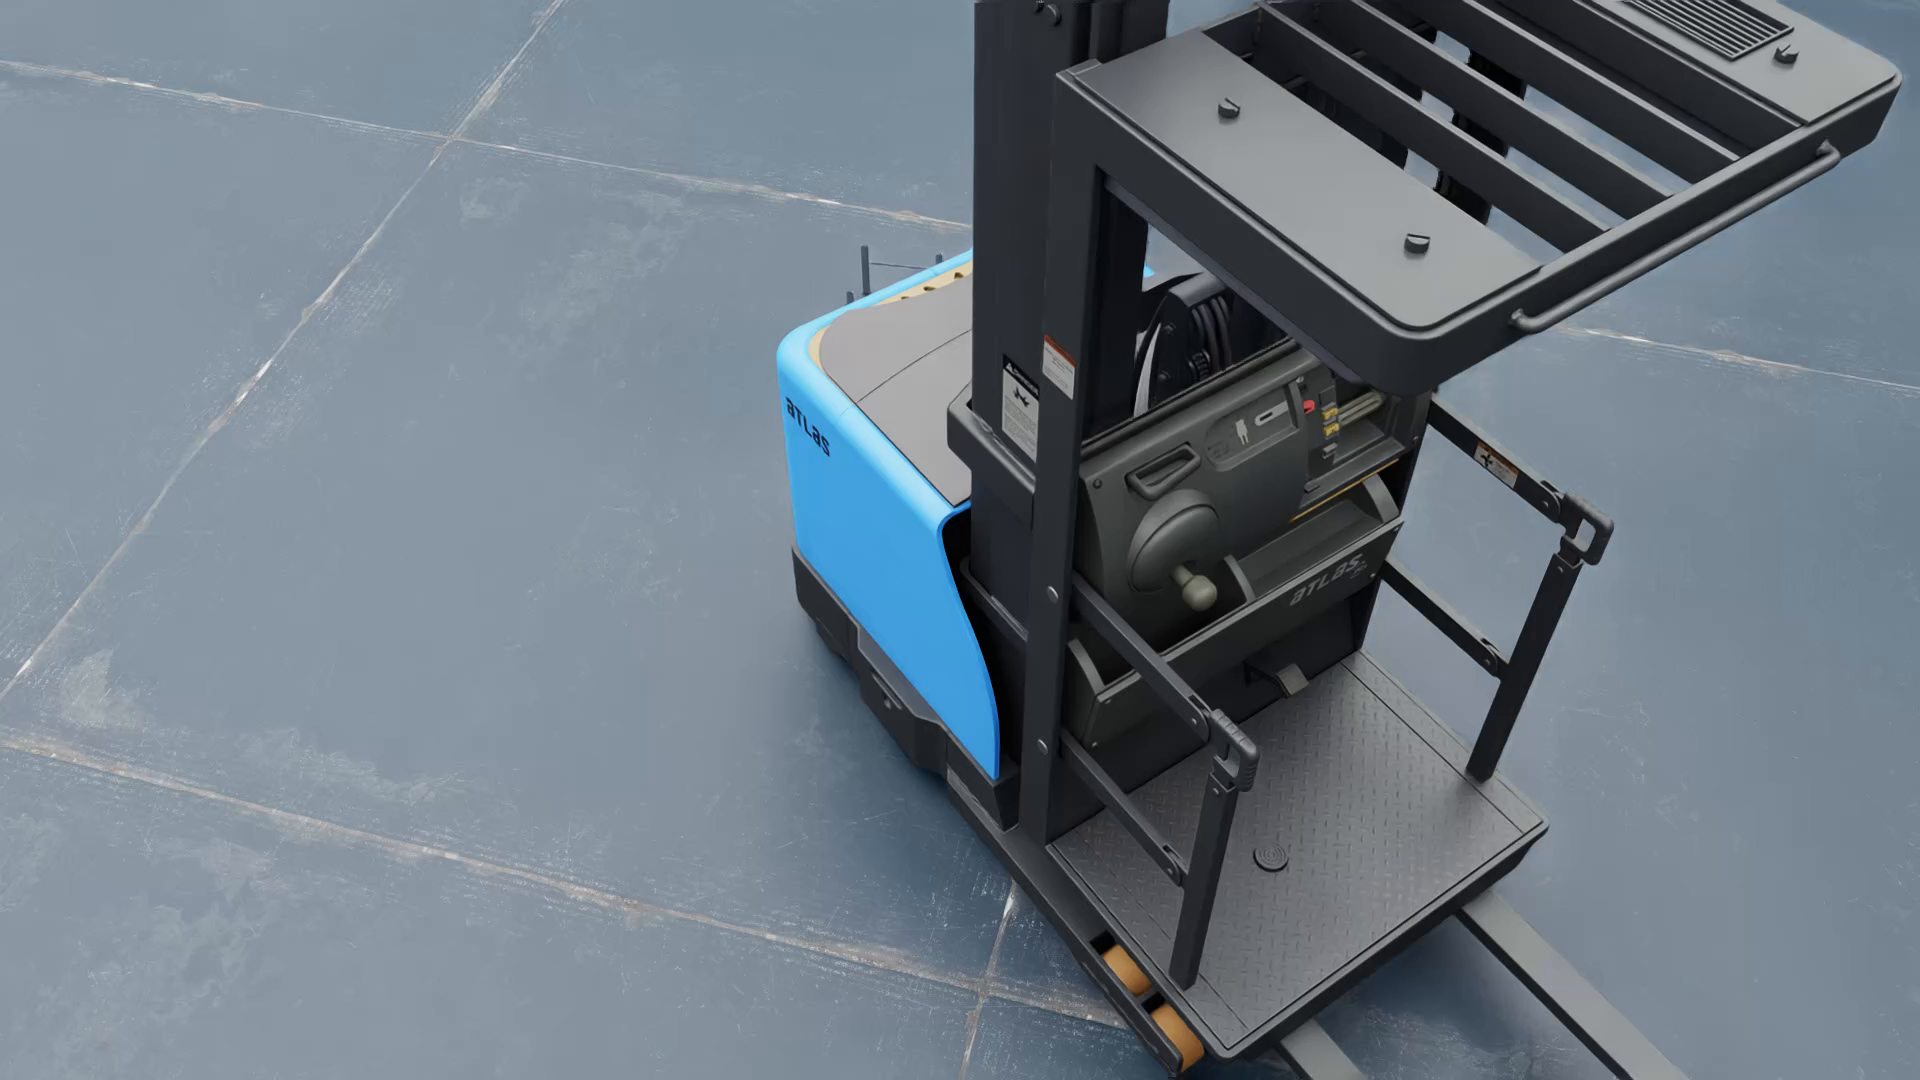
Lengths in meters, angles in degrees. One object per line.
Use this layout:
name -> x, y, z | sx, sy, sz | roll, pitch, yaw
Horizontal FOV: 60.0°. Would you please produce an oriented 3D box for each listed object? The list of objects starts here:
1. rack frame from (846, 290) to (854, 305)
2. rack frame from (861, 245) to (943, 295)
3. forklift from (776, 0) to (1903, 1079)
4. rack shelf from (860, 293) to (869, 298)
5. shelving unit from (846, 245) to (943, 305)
rack frame -> -0.201, -0.388, 4.992 | 0.240, 0.900, 0.006 | 7, 49, 6
rack frame -> -0.168, -0.538, 5.125 | 0.240, 0.900, 0.006 | 7, 49, 6
forklift -> 0.766, -0.086, 3.371 | 1.130, 2.935, 3.031 | -28, 54, -22
rack shelf -> -0.184, -0.620, 4.881 | 0.258, 0.077, 0.200 | 7, 49, 6
shelving unit -> -0.184, -0.463, 5.059 | 0.258, 0.900, 0.210 | 7, 49, 6
